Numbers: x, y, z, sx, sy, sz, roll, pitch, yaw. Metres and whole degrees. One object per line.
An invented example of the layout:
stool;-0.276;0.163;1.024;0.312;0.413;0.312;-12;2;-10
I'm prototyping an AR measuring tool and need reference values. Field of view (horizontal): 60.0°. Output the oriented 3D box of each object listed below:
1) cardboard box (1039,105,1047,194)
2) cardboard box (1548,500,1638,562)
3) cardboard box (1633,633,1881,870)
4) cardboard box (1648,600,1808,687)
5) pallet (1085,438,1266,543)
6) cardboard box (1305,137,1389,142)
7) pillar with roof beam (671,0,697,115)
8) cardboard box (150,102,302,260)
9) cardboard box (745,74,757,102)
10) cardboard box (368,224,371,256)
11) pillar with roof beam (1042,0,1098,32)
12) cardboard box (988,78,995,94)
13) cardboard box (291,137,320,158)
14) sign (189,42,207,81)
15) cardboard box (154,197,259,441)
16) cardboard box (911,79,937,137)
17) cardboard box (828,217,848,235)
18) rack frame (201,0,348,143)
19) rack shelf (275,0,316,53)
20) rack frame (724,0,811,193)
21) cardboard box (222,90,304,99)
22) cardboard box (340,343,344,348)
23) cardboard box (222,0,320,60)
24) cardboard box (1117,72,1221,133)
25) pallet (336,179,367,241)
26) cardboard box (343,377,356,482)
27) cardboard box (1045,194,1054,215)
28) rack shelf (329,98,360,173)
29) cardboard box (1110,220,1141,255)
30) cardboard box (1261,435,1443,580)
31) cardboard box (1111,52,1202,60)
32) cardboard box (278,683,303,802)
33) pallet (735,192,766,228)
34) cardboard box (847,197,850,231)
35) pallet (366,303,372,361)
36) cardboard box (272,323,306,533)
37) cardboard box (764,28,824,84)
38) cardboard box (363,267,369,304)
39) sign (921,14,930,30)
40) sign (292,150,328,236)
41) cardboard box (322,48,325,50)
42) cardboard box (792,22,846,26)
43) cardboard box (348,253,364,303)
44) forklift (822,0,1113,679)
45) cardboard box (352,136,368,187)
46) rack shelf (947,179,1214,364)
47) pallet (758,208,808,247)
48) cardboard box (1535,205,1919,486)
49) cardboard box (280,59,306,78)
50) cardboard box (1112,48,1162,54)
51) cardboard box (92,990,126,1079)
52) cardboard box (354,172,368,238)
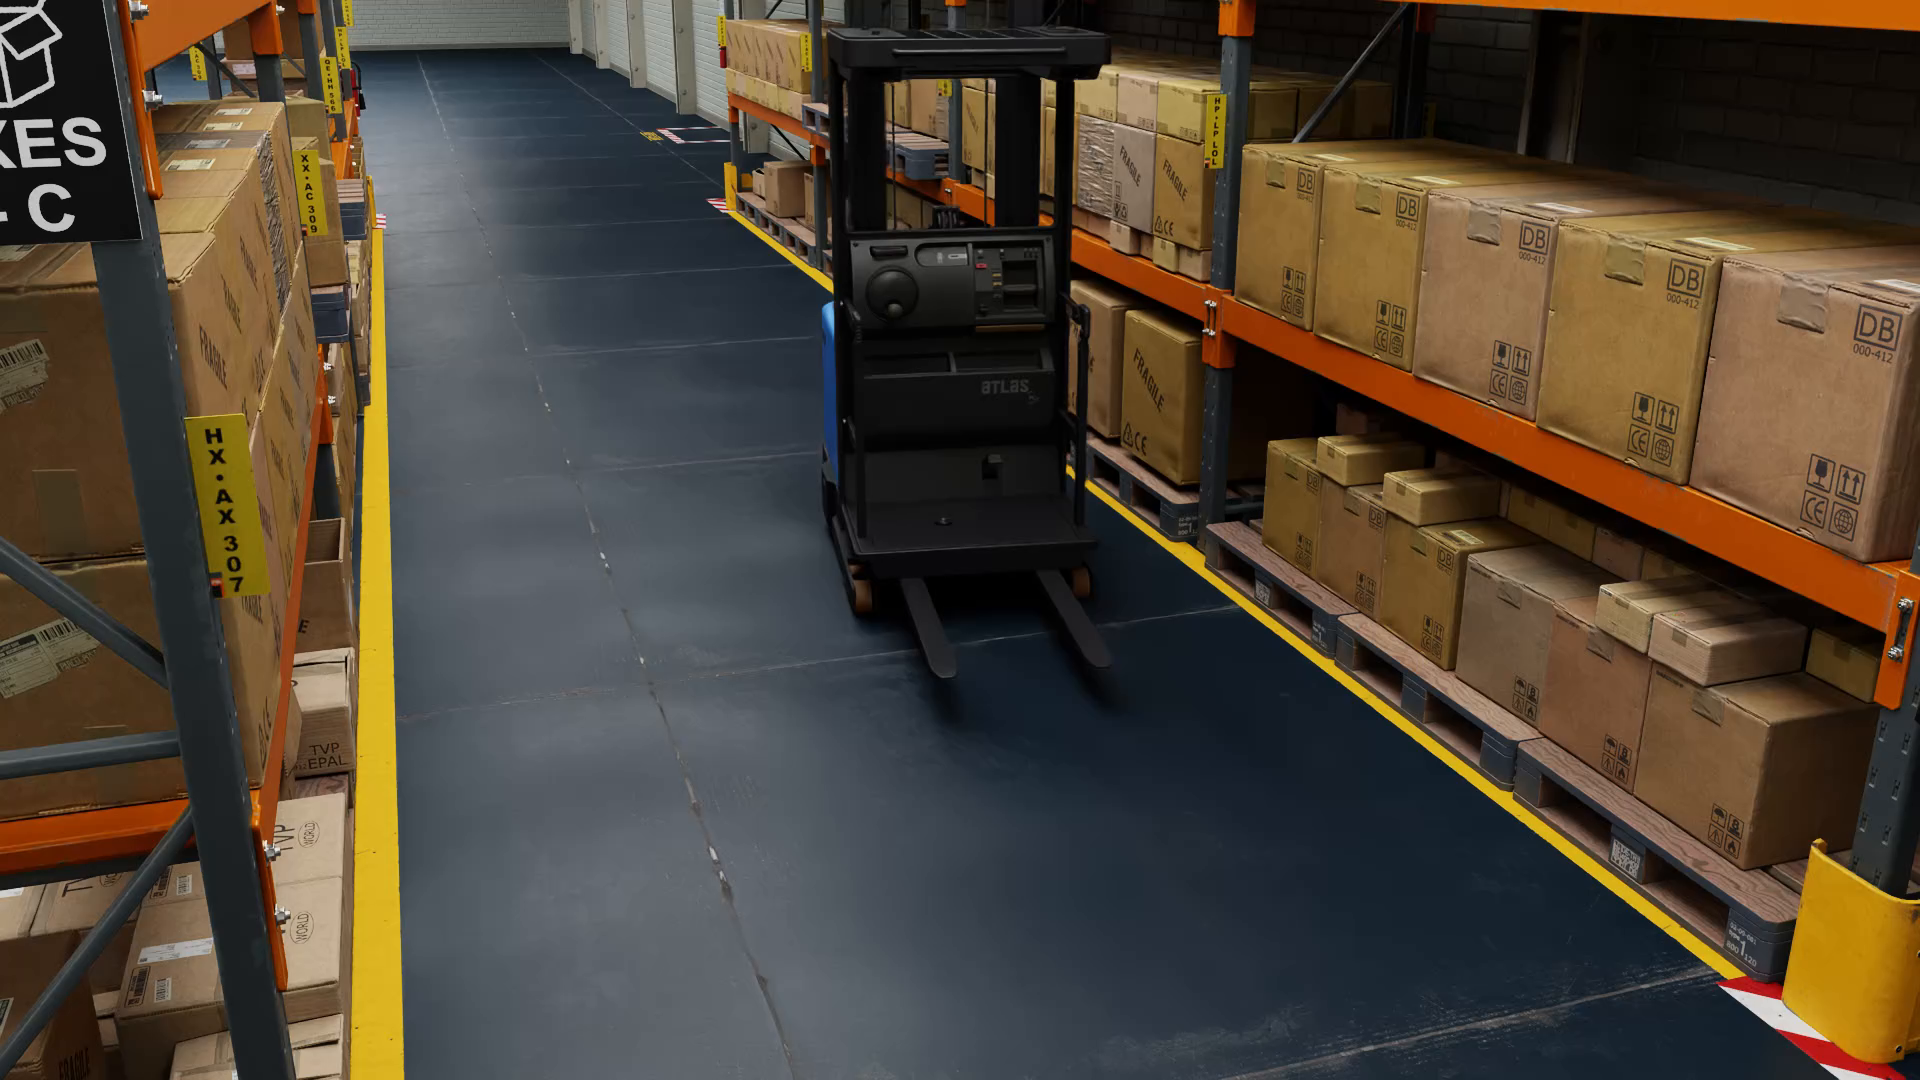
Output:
cardboard box;0.635;-2.370;9.959;0.500;0.500;0.500;-6;21;-17
cardboard box;2.443;-0.046;6.224;0.380;0.149;0.250;-6;21;-17
cardboard box;2.614;0.647;5.254;0.700;0.500;0.500;-6;21;-17
cardboard box;2.400;0.320;5.205;0.380;0.149;0.250;-7;21;-18
pallet;1.357;-0.328;9.018;1.003;0.211;1.213;-6;21;-17
cardboard box;1.766;-1.772;8.295;0.500;0.500;0.500;-7;21;-19
pillar with roof beam;-8.918;-11.336;26.665;9.100;9.000;0.400;-6;21;-17
cardboard box;-2.625;-1.256;5.850;0.500;0.500;0.500;-6;21;-17
cardboard box;-1.917;-4.671;17.177;0.500;0.250;0.500;-7;21;-18
cardboard box;-5.555;-2.686;14.905;0.500;0.250;0.500;-6;21;-17
pillar with roof beam;-3.260;-5.560;10.583;9.100;9.000;0.400;-6;21;-17
cardboard box;0.482;-2.889;10.295;0.500;0.250;0.500;-7;21;-18
cardboard box;-3.243;-1.508;7.408;0.700;0.500;0.500;-3;20;-9
sign;-6.071;-3.826;13.233;0.100;0.325;0.005;-6;21;-17
cardboard box;-1.834;-0.445;3.591;0.500;0.500;0.500;-6;21;-17
cardboard box;0.056;-3.265;12.271;0.700;0.500;0.500;-8;21;-22
cardboard box;-1.040;-3.010;15.901;0.380;0.166;0.250;-9;22;-24
rack frame;-5.545;-3.441;13.559;1.000;3.000;0.127;-6;21;-17
rack shelf;-3.659;-2.589;7.813;1.077;0.370;4.000;-6;21;-17
rack frame;-2.100;-5.252;18.601;1.000;3.000;0.127;-6;21;-17
cardboard box;-5.153;-3.071;12.380;0.500;0.500;0.500;-5;20;-13
cardboard box;-3.749;-1.248;9.391;0.500;0.250;0.500;-6;20;-15
cardboard box;-5.690;-4.240;13.717;0.700;0.500;0.500;-6;21;-17
cardboard box;1.130;-2.238;8.484;0.500;0.250;0.500;-6;21;-16
pallet;-4.008;-1.857;9.433;1.213;0.211;1.003;-6;21;-17
cardboard box;-3.437;-0.579;8.638;0.500;0.500;0.500;-7;21;-19
cardboard box;0.729;-2.036;9.989;0.380;0.149;0.250;-6;21;-16
rack shelf;-6.173;-3.744;15.467;1.077;0.370;4.000;-6;21;-17
cardboard box;1.017;-1.616;8.819;0.380;0.149;0.250;-6;21;-17
cardboard box;1.809;-0.171;7.533;0.700;0.500;0.500;-6;21;-17
cardboard box;1.120;-2.785;10.005;0.500;0.250;0.500;-7;21;-19
cardboard box;-2.435;0.697;5.082;0.797;0.503;0.637;-6;21;-17
pallet;-1.855;-3.651;18.268;1.003;0.211;1.213;-6;21;-17
cardboard box;-0.596;-2.765;14.723;0.700;0.500;0.500;-6;21;-15
pallet;-4.889;-1.504;12.292;1.003;0.211;1.213;-6;21;-17
cardboard box;-2.140;-0.294;4.651;0.500;0.500;0.500;-6;21;-16
cardboard box;-1.596;-4.701;16.151;0.500;0.500;0.500;-7;21;-19
cardboard box;-4.821;-1.916;12.758;0.500;0.250;0.500;-6;21;-16
sign;-0.317;-4.573;14.999;0.100;0.325;0.005;-6;21;-17
sign;-2.517;-1.341;6.432;0.100;0.325;0.005;-6;21;-17
cardboard box;-5.854;-4.313;14.880;0.380;0.149;0.250;-7;21;-19
cardboard box;-1.435;-5.087;17.225;0.500;0.500;0.500;-7;21;-19
cardboard box;-4.504;-1.856;11.762;0.500;0.311;0.500;-7;21;-19
forklift;0.008;-1.170;7.338;1.130;2.935;3.031;-3;20;-9
cardboard box;-6.351;-3.840;17.008;0.500;0.500;0.500;-6;21;-17
rack shelf;1.043;-1.704;9.788;1.077;0.370;4.000;-6;21;-17
pallet;-1.475;-3.260;17.180;1.003;0.211;1.213;-6;21;-17
cardboard box;2.520;-0.654;5.355;0.980;0.700;0.700;-7;21;-18
cardboard box;-5.445;-3.900;13.730;0.380;0.149;0.250;-6;21;-17
cardboard box;0.962;-2.950;10.464;0.500;0.250;0.500;-7;21;-19
cardboard box;-2.219;1.249;4.044;0.380;0.166;0.250;-6;21;-17
cardboard box;-5.393;-2.879;14.333;0.500;0.500;0.500;-6;21;-17
